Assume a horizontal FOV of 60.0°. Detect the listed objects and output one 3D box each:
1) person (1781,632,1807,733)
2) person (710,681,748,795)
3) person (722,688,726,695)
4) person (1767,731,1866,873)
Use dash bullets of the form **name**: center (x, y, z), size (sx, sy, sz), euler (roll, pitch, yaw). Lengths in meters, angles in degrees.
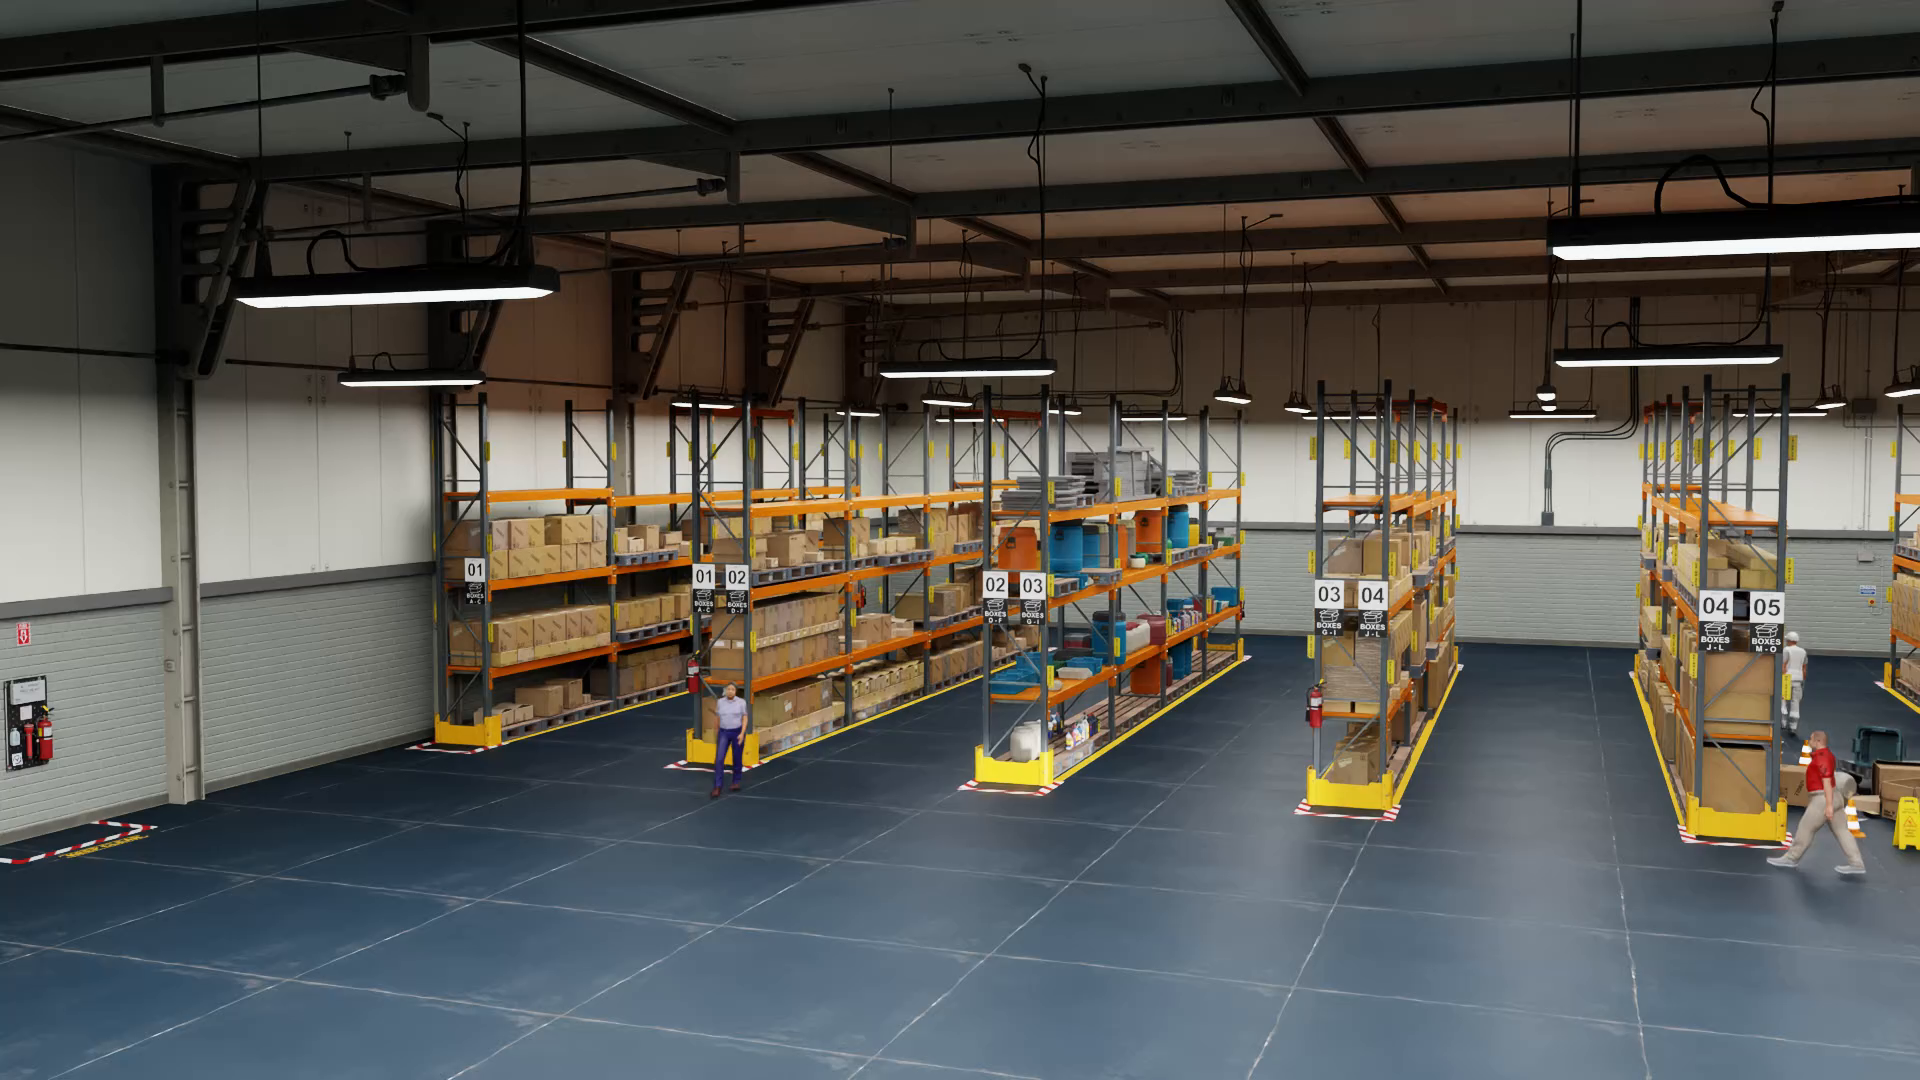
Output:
- **person**: center (14.832, 2.552, 29.614), size (0.503, 1.825, 0.548), euler (1, 3, 15)
- **person**: center (-3.379, 2.883, 24.325), size (0.546, 1.616, 0.827), euler (0, 3, -7)
- **person**: center (-4.484, 2.463, 32.741), size (0.453, 1.543, 0.969), euler (0, 3, -4)
- **person**: center (10.208, 3.090, 19.761), size (1.030, 1.656, 0.582), euler (3, 4, 43)
